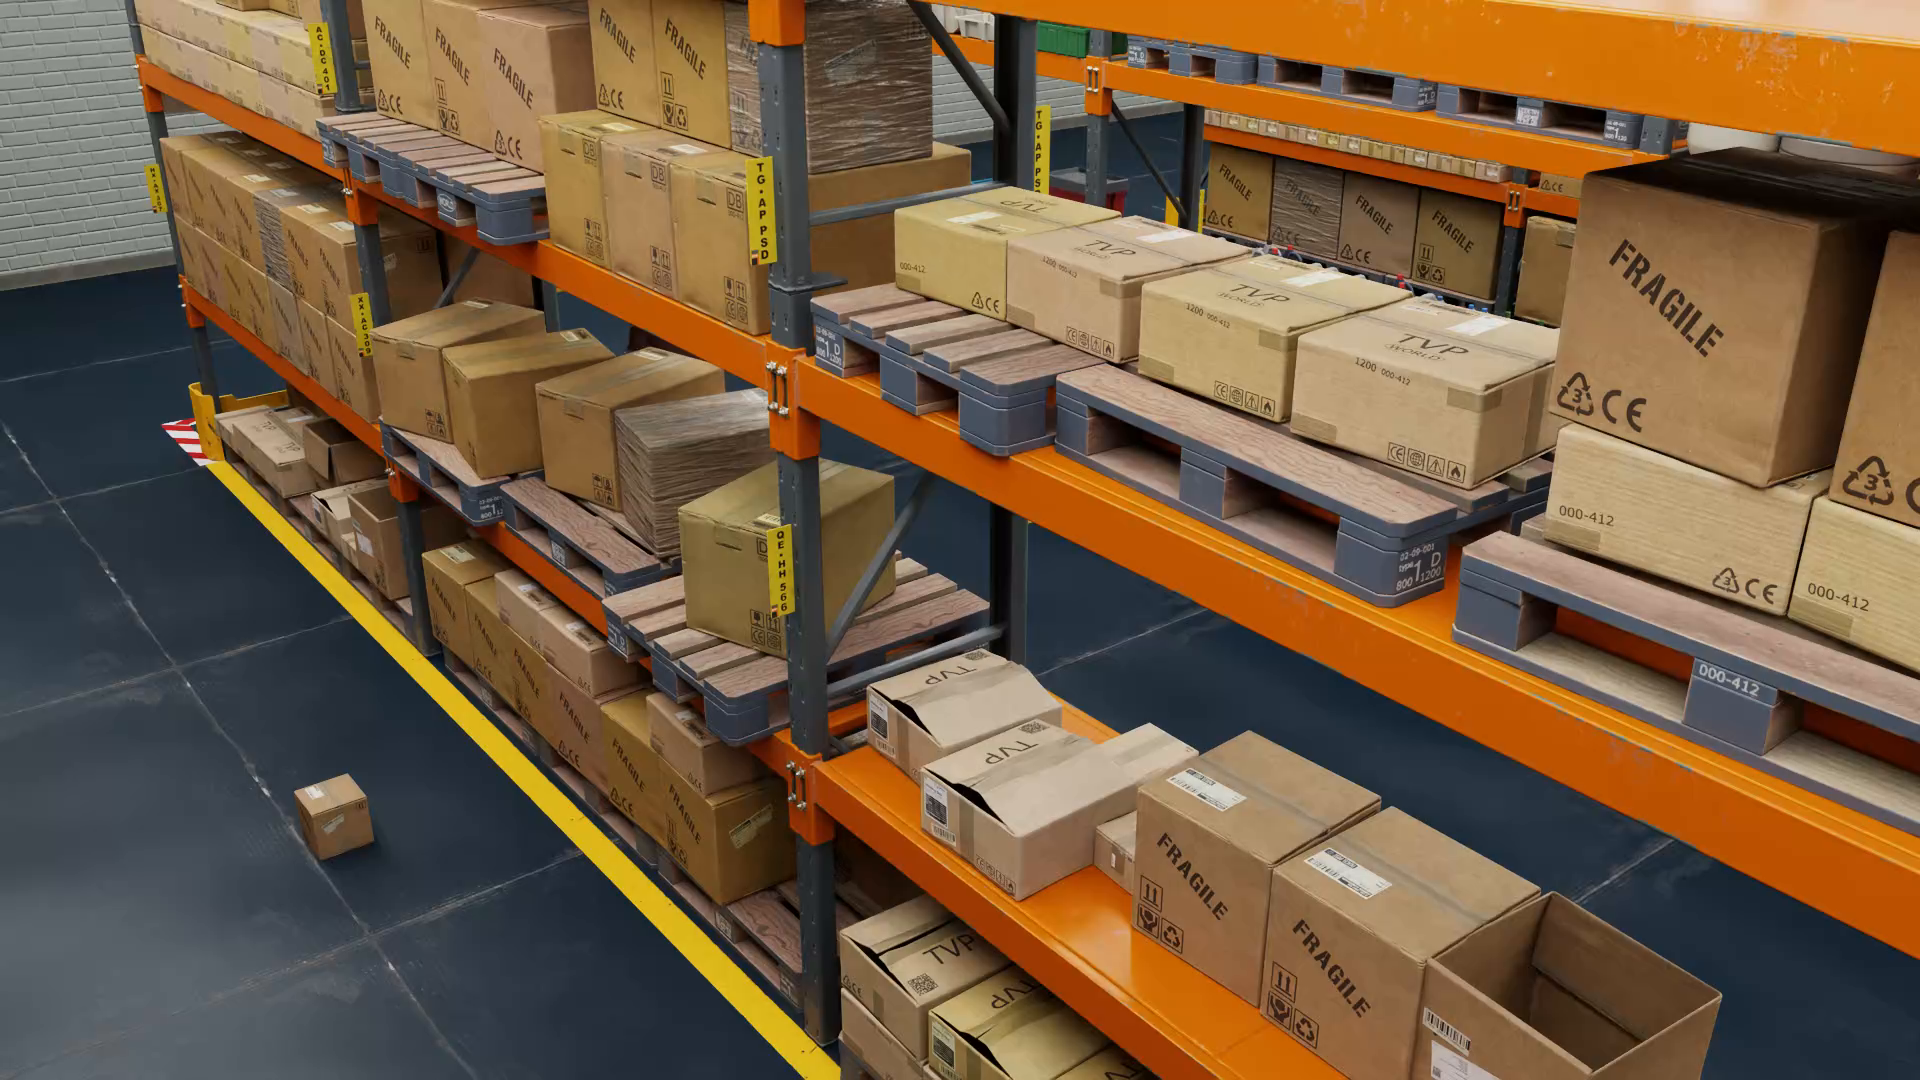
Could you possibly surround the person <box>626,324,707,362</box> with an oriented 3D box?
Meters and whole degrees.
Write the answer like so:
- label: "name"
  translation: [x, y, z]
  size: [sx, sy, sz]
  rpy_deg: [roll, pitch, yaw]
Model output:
- label: "person"
  translation: [-1.928, -1.051, 10.936]
  size: [0.581, 1.822, 0.500]
  rpy_deg: [-20, 31, -37]
